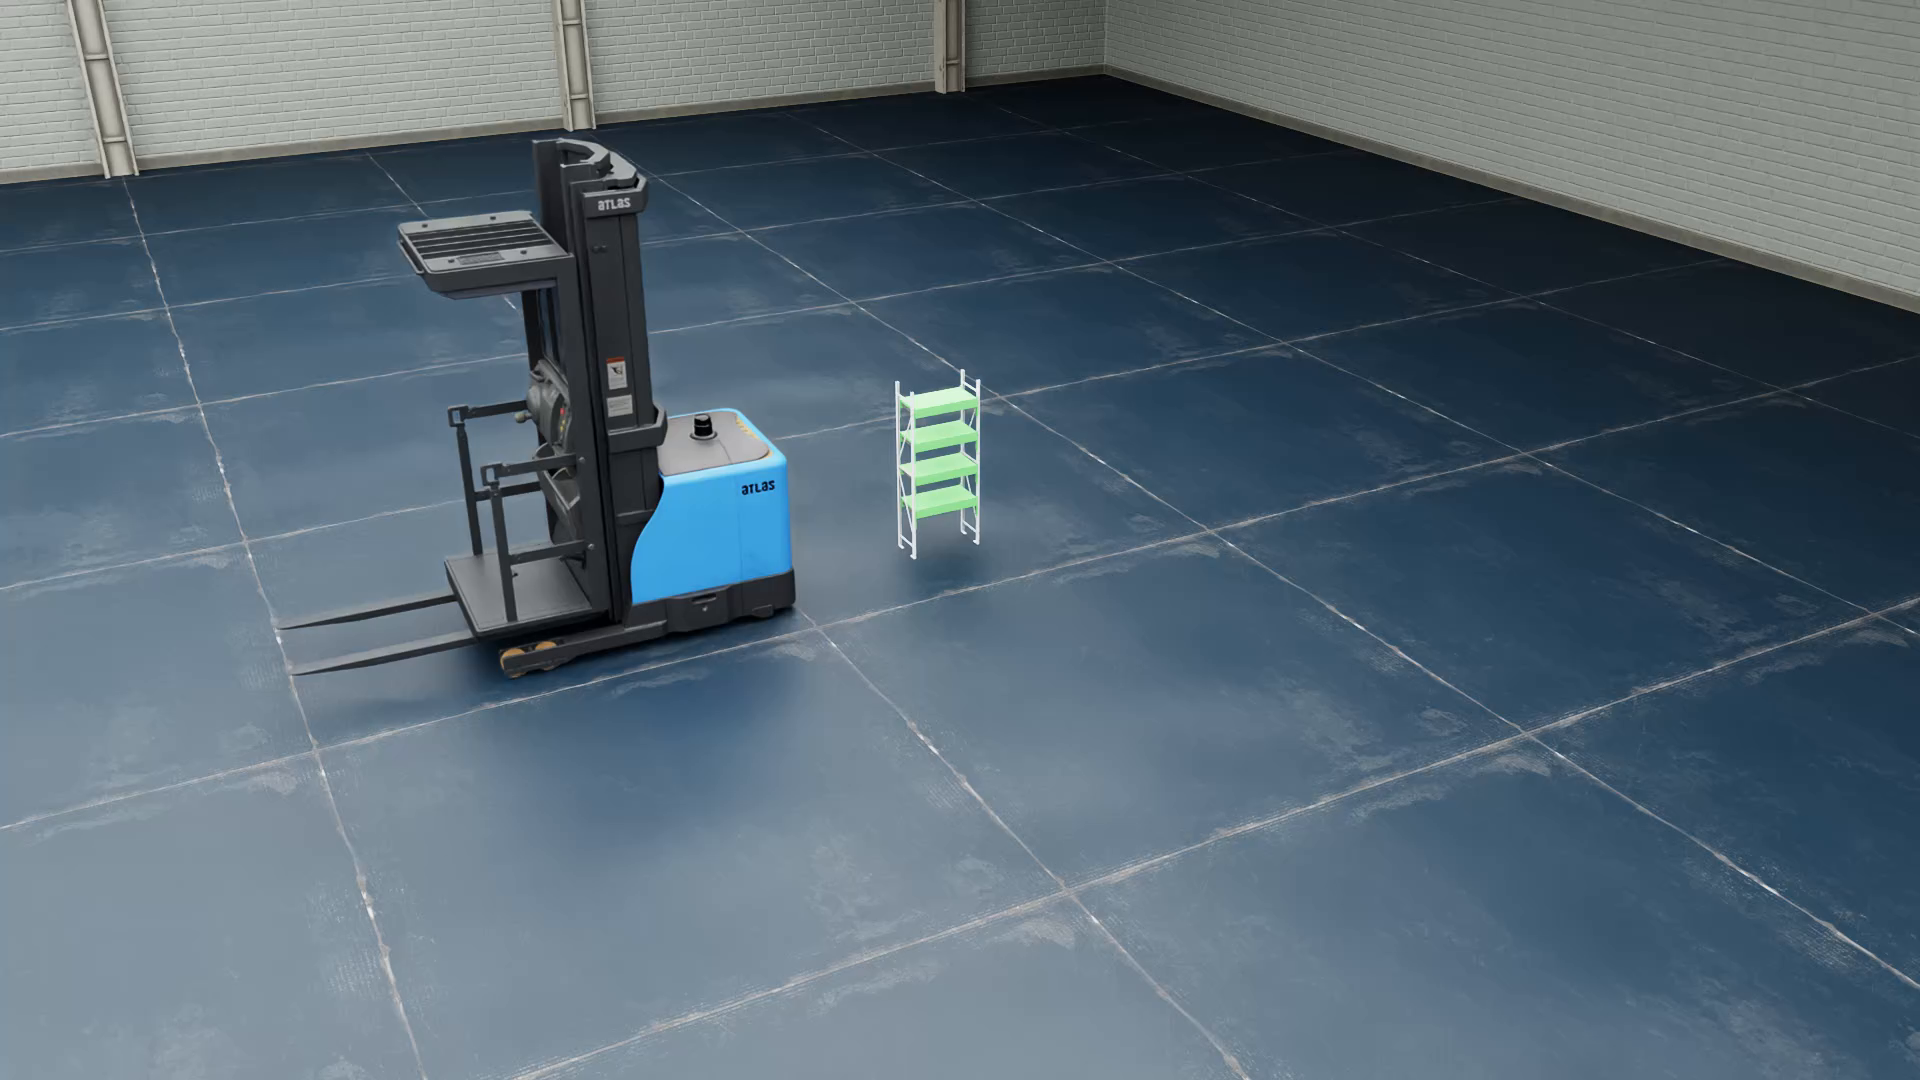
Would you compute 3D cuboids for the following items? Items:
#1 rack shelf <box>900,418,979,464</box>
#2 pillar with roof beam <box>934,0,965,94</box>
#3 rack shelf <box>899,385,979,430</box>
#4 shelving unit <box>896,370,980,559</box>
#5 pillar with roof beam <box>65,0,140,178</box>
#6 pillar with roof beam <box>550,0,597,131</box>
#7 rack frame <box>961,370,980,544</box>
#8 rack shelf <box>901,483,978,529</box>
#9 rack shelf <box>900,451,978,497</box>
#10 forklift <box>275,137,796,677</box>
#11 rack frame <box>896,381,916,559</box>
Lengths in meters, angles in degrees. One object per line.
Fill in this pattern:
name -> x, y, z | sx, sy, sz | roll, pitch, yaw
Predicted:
rack shelf -> -0.146, -0.666, 11.146 | 0.480, 0.148, 0.258 | -13, 29, -25
pillar with roof beam -> 1.865, -9.548, 21.042 | 0.400, 9.000, 9.100 | -13, 29, -25
rack shelf -> -0.146, -0.882, 11.042 | 0.480, 0.148, 0.258 | -13, 29, -25
shelving unit -> -0.146, -0.507, 11.222 | 0.503, 1.200, 0.258 | -13, 29, -25
pillar with roof beam -> -8.724, -7.104, 15.951 | 0.400, 9.000, 9.100 | -13, 29, -25
pillar with roof beam -> -3.429, -8.326, 18.496 | 0.400, 9.000, 9.100 | -13, 29, -25
rack frame -> 0.069, -0.557, 11.326 | 0.015, 1.200, 0.240 | -13, 29, -25
rack shelf -> -0.146, -0.233, 11.354 | 0.480, 0.148, 0.258 | -13, 29, -25
rack shelf -> -0.146, -0.450, 11.250 | 0.480, 0.148, 0.258 | -13, 29, -25
forklift -> -2.601, -0.769, 9.767 | 3.031, 2.935, 1.130 | -12, 28, -23
rack frame -> -0.361, -0.457, 11.119 | 0.015, 1.200, 0.240 | -13, 29, -25
